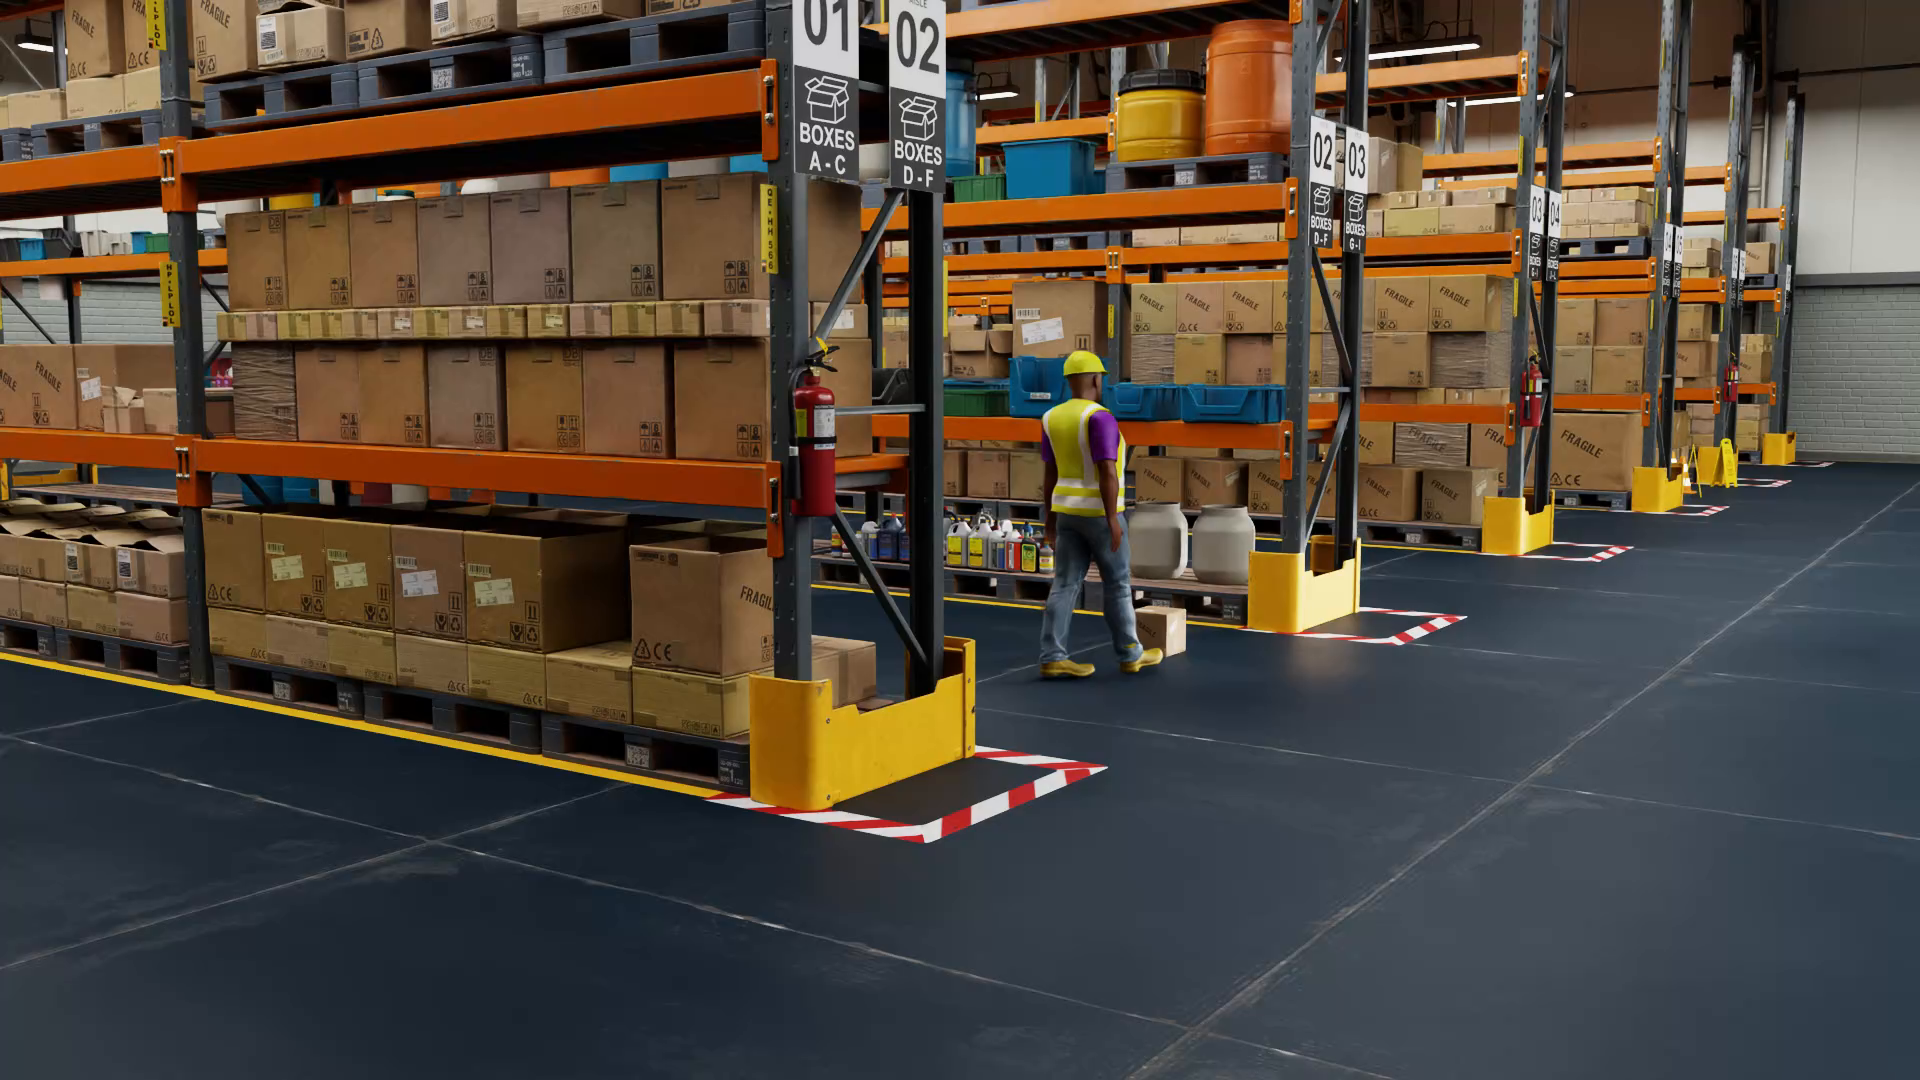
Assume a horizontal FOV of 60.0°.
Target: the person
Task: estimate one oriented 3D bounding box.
[{"bbox_3d":[0.762,-0.145,9.017,0.773,1.753,0.601,-5,8,-38],"label":"person"}]
